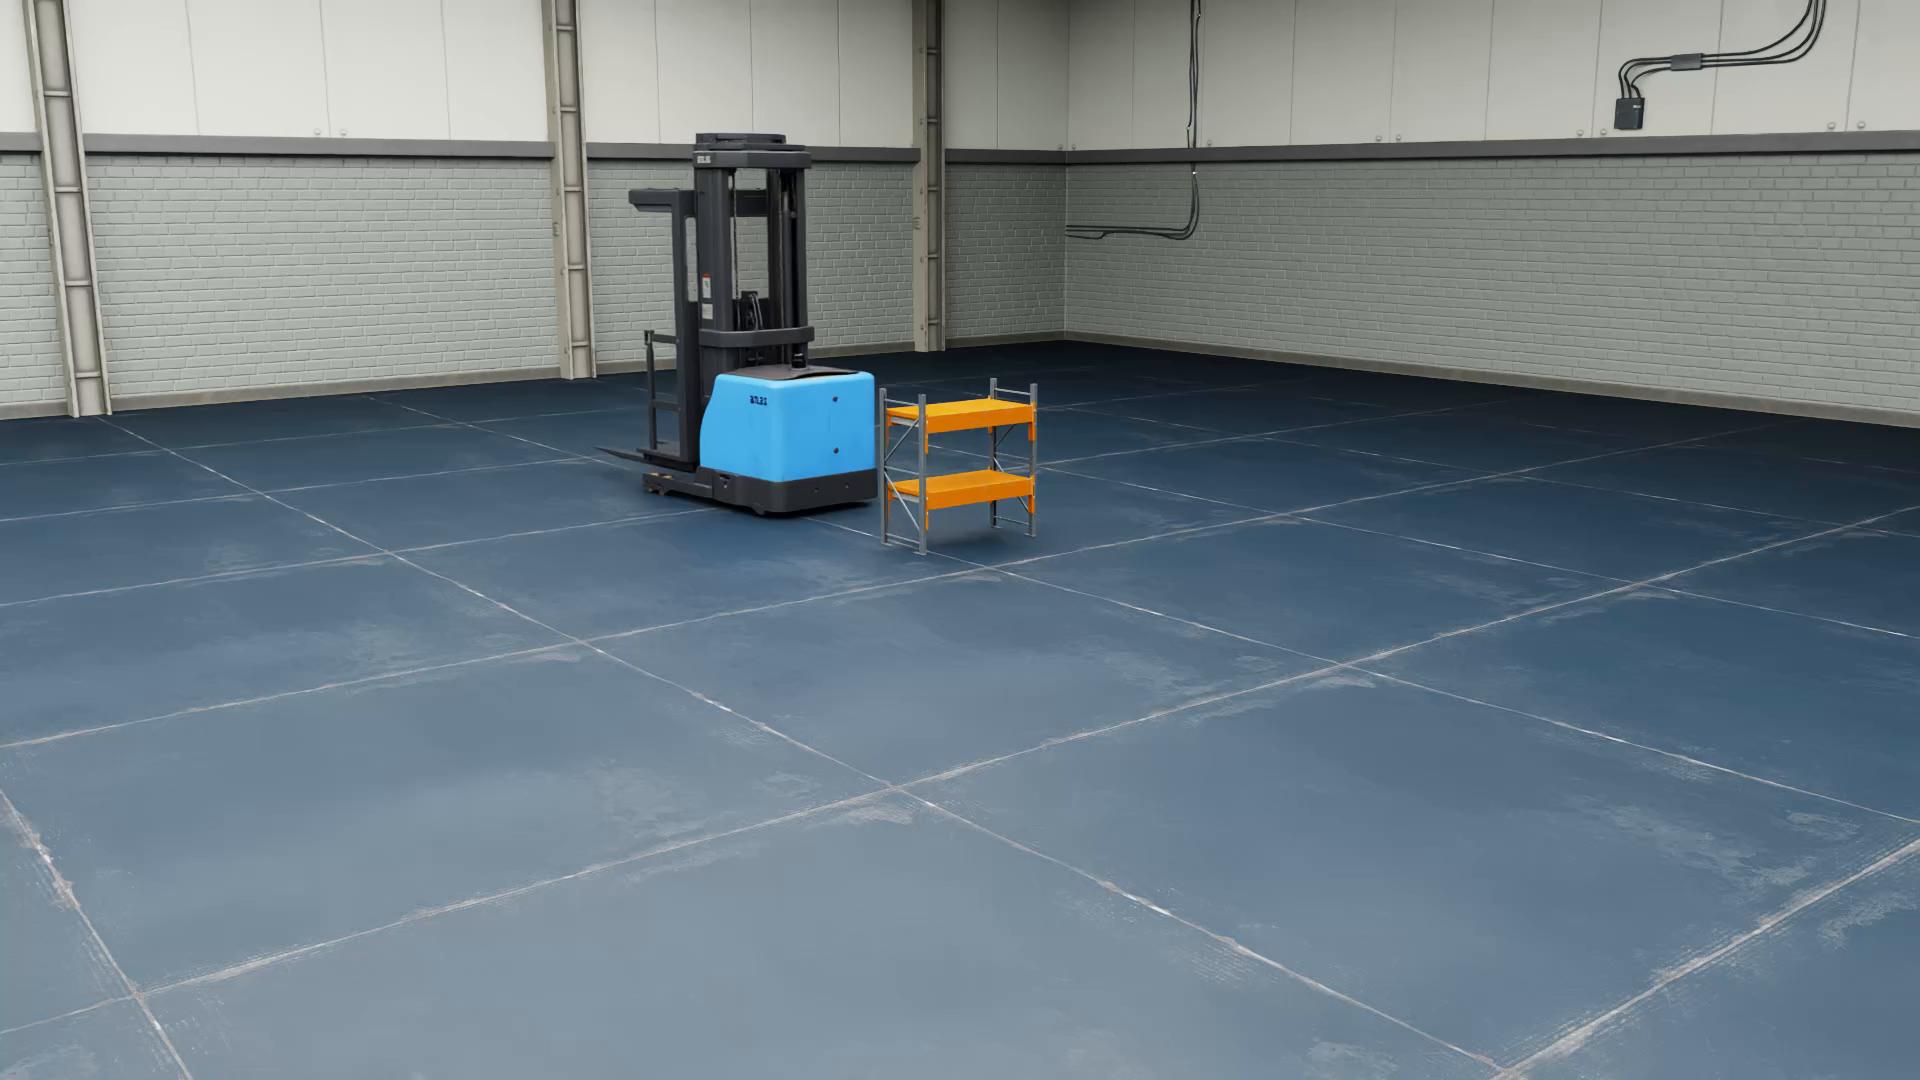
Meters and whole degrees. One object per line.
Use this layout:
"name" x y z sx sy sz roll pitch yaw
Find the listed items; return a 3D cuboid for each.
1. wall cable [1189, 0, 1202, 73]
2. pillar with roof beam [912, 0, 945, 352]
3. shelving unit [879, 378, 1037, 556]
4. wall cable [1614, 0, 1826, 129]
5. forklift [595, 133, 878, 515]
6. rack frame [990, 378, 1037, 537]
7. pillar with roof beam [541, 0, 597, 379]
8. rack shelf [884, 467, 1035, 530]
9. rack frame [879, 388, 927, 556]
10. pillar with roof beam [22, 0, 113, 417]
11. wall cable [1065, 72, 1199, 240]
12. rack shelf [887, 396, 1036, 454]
"wall cable" 4.338 -8.062 23.749 0.112 2.526 3.097 -9 15 -38
"pillar with roof beam" 2.211 -6.684 21.939 0.400 9.000 9.100 -9 15 -38
"shelving unit" -0.005 -0.549 12.008 1.048 1.125 0.538 -9 15 -38
"wall cable" 8.566 -7.671 18.403 0.169 6.003 2.305 -9 15 -38
"forklift" -2.030 -1.870 13.881 1.130 2.935 3.031 -11 16 -41
"rack frame" 0.392 -0.615 12.318 0.032 1.125 0.500 -9 15 -38
"pillar with roof beam" -2.474 -5.905 18.273 0.400 9.000 9.100 -9 15 -38
"rack shelf" -0.005 -0.310 12.059 1.000 0.278 0.538 -9 15 -38
"rack frame" -0.402 -0.483 11.697 0.032 1.125 0.500 -9 15 -38
"pillar with roof beam" -7.159 -5.126 14.606 0.400 9.000 9.100 -9 15 -38
"wall cable" 2.648 -6.031 26.340 0.112 2.526 3.097 -9 15 -38
"rack shelf" -0.005 -0.836 11.947 1.000 0.278 0.538 -9 15 -38
